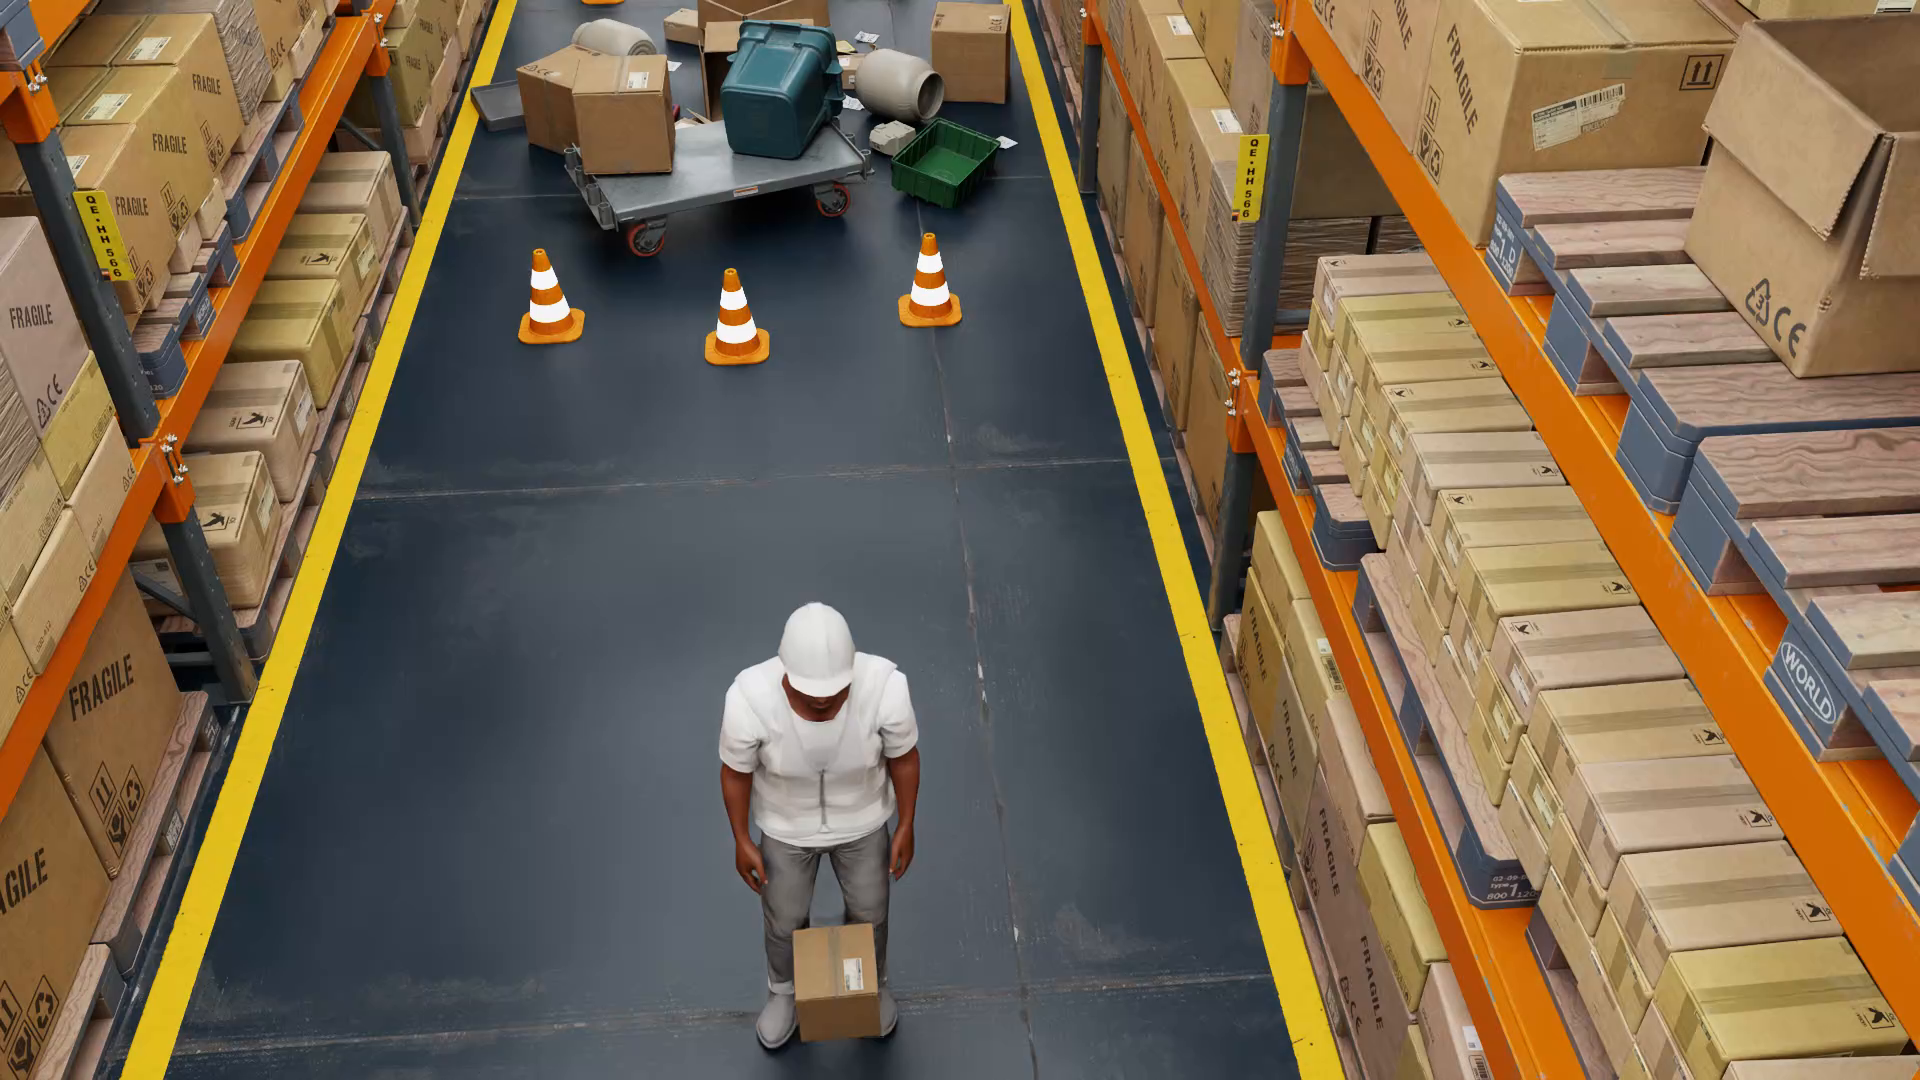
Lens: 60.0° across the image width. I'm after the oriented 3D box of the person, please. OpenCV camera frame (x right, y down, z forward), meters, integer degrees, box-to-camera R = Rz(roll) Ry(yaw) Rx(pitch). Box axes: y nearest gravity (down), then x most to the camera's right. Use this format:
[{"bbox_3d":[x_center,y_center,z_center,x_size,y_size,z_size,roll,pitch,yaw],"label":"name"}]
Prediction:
[{"bbox_3d":[-0.412,0.861,5.070,0.594,1.764,0.435,-4,39,-5],"label":"person"}]
